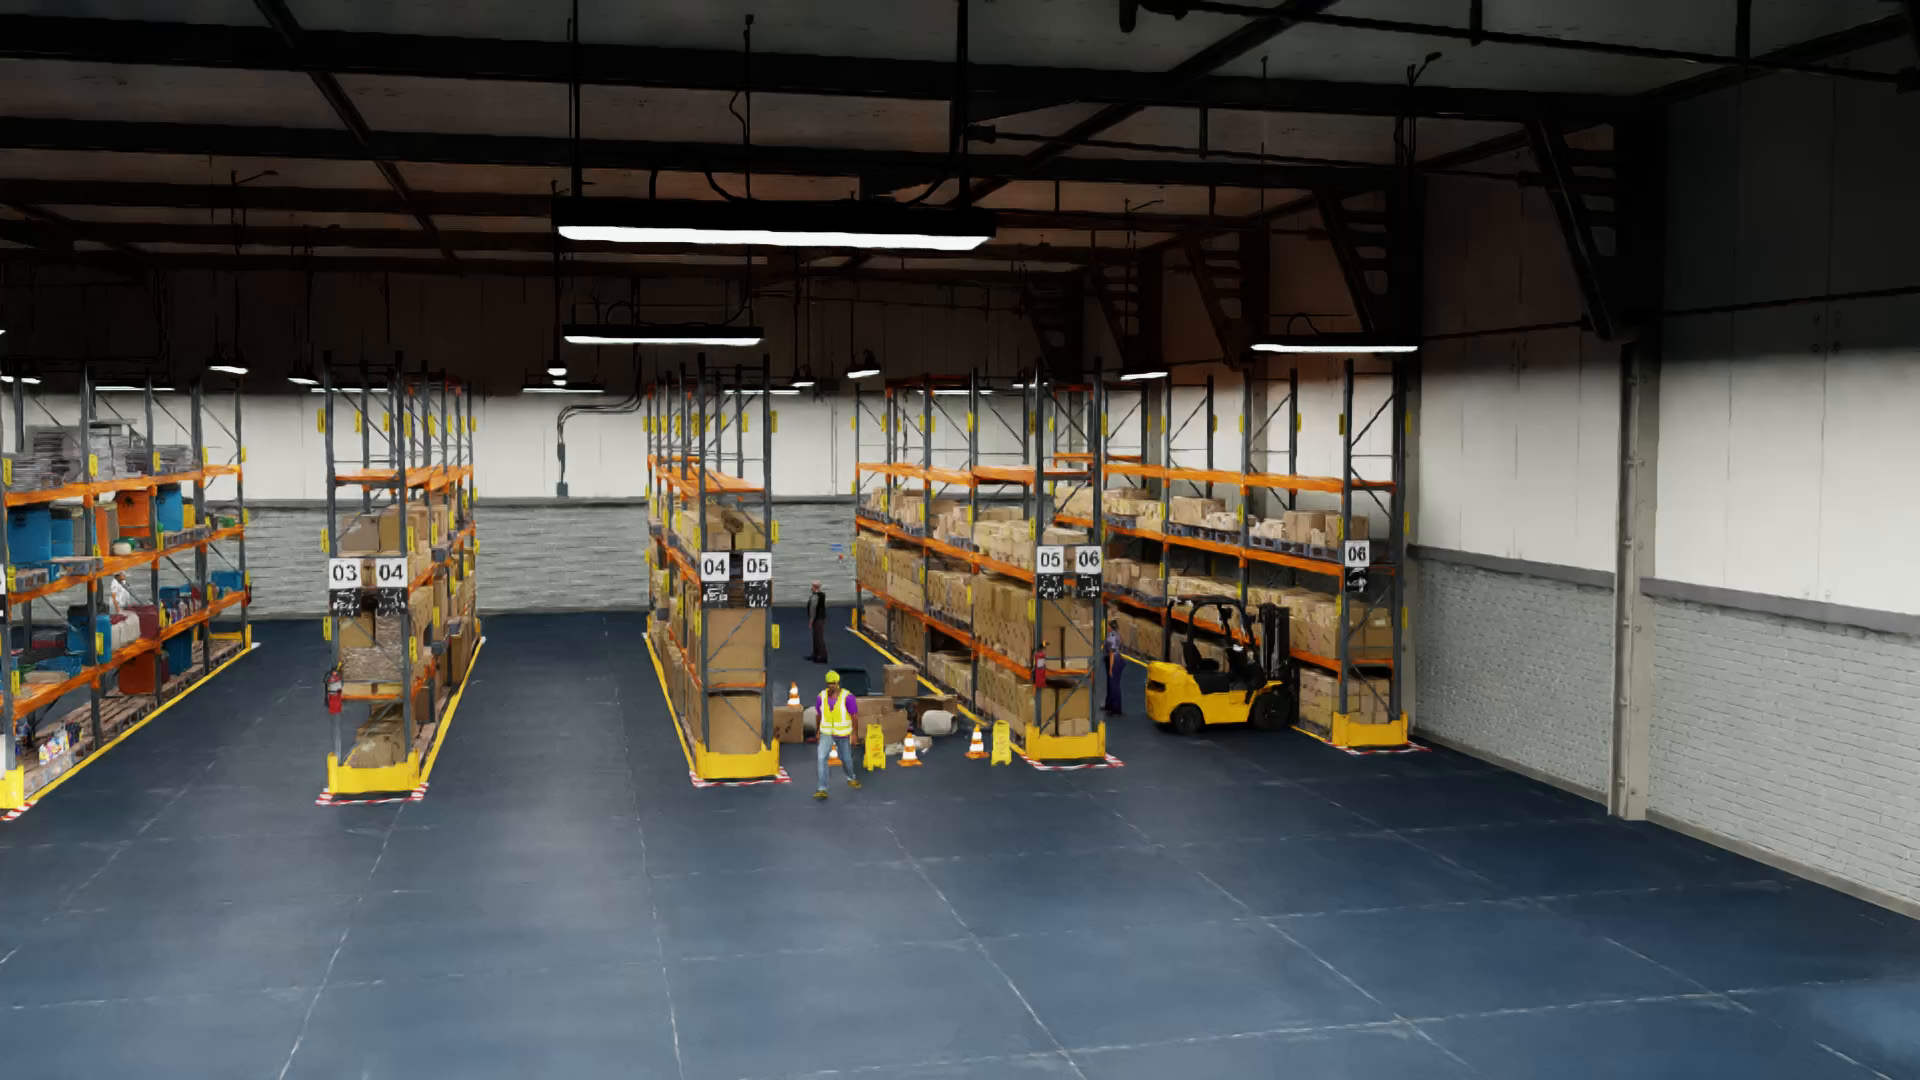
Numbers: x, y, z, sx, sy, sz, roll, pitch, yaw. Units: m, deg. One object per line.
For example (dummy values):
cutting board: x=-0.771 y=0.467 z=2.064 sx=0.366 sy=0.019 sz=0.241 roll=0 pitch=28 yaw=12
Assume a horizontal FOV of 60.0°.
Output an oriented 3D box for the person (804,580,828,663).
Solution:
person: x=-3.048 y=1.695 z=34.979 sx=0.568 sy=1.718 sz=0.639 roll=1 pitch=4 yaw=11

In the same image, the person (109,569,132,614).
person: x=-19.423 y=1.497 z=38.452 sx=0.458 sy=1.661 sz=0.630 roll=1 pitch=4 yaw=11

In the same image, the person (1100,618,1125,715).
person: x=2.604 y=2.174 z=28.726 sx=0.471 sy=1.652 sz=0.523 roll=1 pitch=4 yaw=17

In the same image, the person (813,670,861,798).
person: x=-1.669 y=2.592 z=22.460 sx=0.618 sy=1.712 sz=0.971 roll=1 pitch=4 yaw=8
